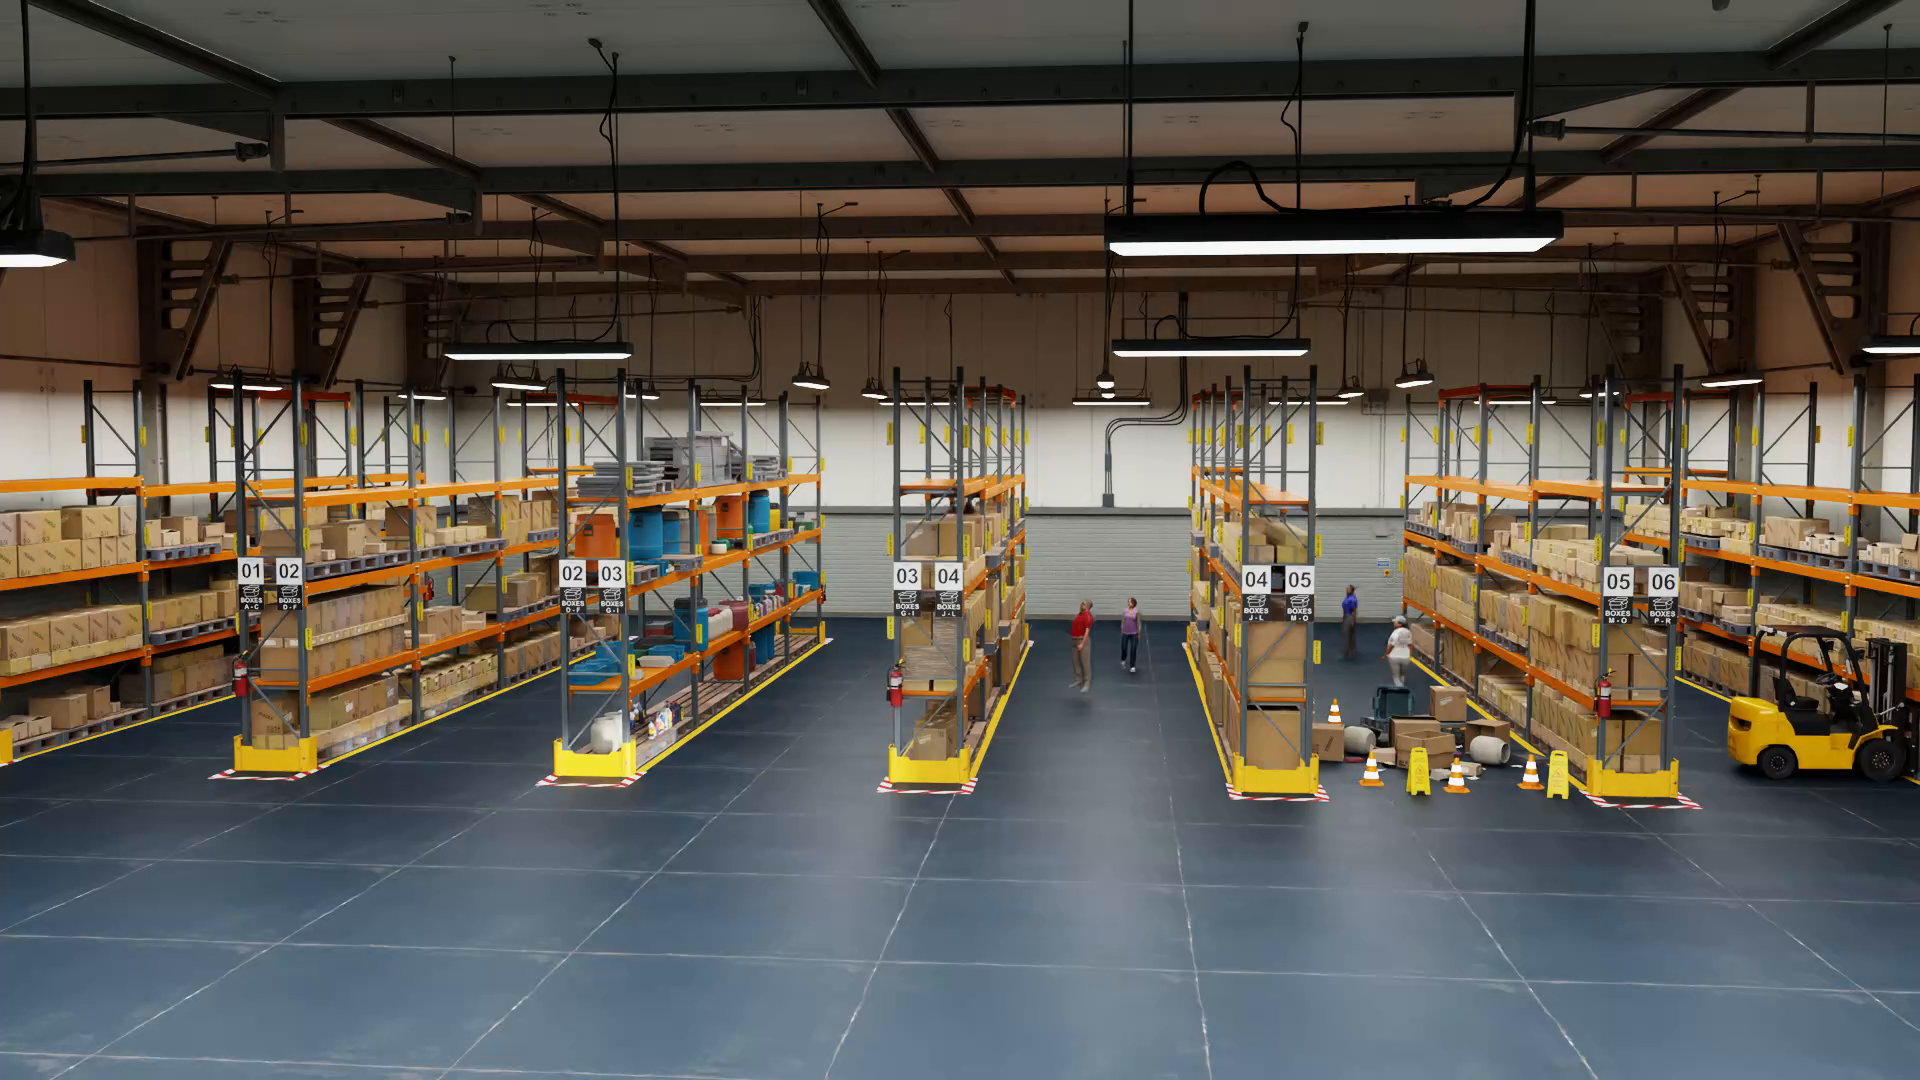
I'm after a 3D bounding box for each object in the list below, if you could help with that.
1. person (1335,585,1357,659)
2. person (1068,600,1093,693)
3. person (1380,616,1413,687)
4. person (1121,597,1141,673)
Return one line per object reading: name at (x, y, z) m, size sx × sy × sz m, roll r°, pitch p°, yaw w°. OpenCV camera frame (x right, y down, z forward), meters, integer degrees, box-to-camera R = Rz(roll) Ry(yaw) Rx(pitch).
person at (8.762, 1.856, 37.686) m, size 0.480 × 1.689 × 0.490 m, roll 1°, pitch 4°, yaw 13°
person at (2.304, 2.009, 31.658) m, size 0.439 × 1.749 × 0.550 m, roll -3°, pitch 4°, yaw -36°
person at (8.165, 2.236, 31.058) m, size 0.576 × 1.660 × 0.822 m, roll 0°, pitch 4°, yaw -5°
person at (3.628, 2.006, 35.323) m, size 0.428 × 1.586 × 0.479 m, roll 0°, pitch 4°, yaw 1°
